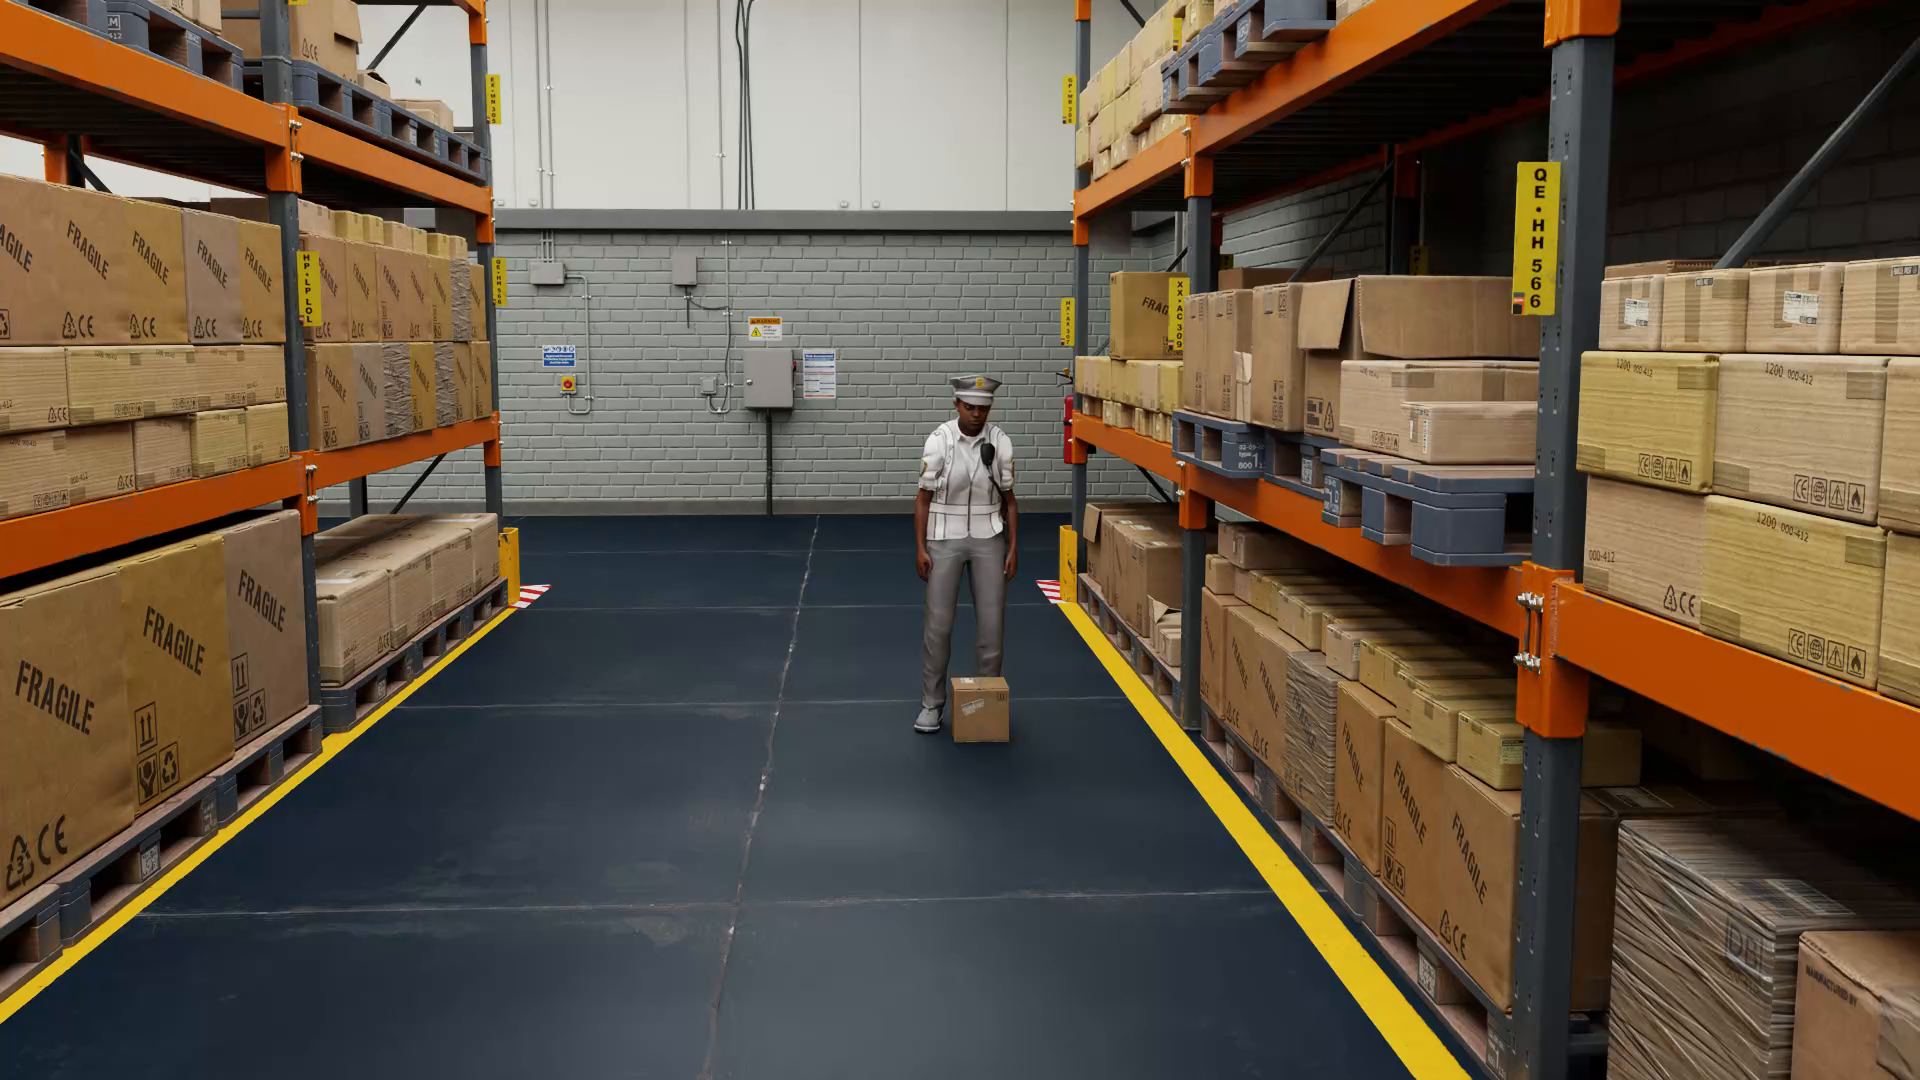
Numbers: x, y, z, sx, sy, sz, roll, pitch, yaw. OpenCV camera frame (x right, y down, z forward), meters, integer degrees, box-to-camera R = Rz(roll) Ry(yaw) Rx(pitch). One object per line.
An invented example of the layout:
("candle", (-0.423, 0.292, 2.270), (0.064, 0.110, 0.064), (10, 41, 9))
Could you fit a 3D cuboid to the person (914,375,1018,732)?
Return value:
("person", (0.025, 0.055, 7.815), (0.509, 1.657, 0.393), (-1, 7, -8))
